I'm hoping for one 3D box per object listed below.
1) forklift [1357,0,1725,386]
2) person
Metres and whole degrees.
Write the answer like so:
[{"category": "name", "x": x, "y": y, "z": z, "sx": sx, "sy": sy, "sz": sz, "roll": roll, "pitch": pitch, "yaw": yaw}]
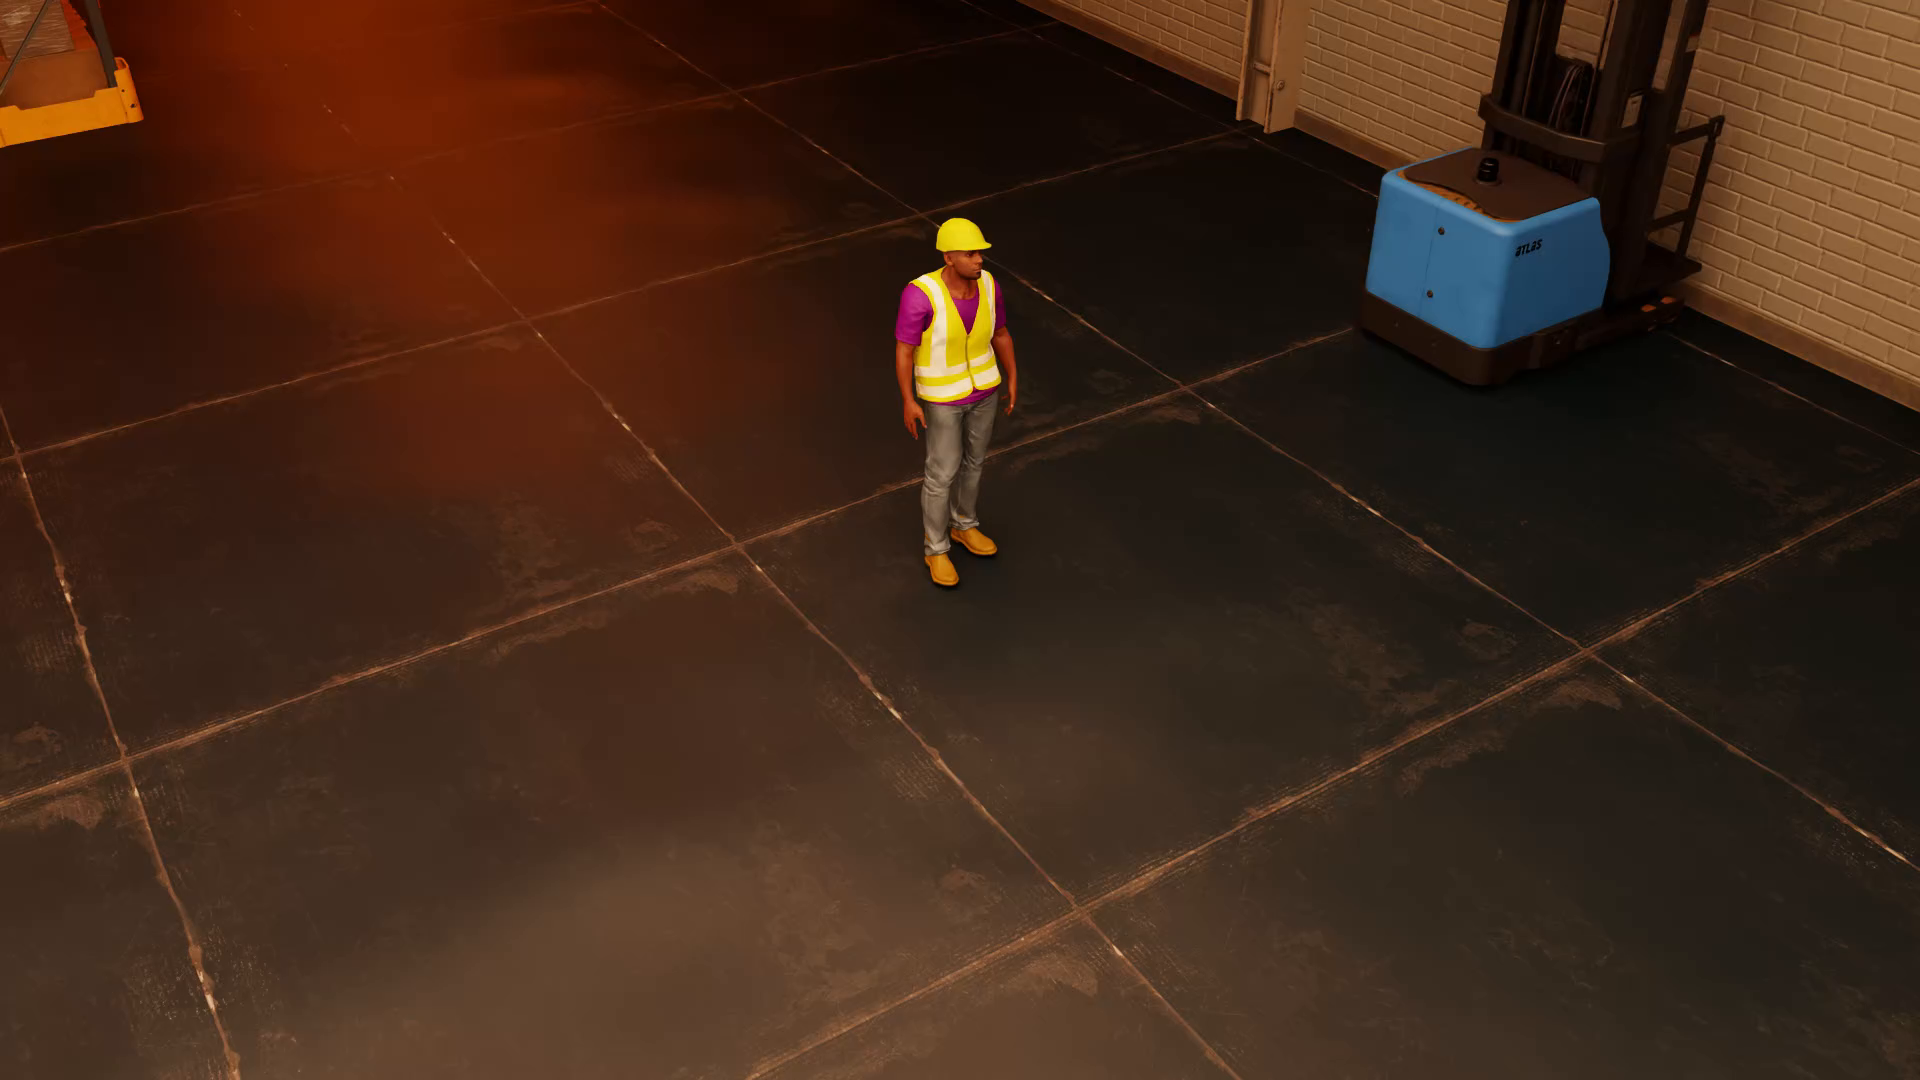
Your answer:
[{"category": "forklift", "x": 4.029, "y": -2.763, "z": 10.080, "sx": 3.031, "sy": 2.935, "sz": 1.130, "roll": -21, "pitch": 40, "yaw": -27}, {"category": "person", "x": -0.010, "y": -0.755, "z": 8.171, "sx": 0.665, "sy": 1.709, "sz": 0.418, "roll": -21, "pitch": 40, "yaw": -27}]
